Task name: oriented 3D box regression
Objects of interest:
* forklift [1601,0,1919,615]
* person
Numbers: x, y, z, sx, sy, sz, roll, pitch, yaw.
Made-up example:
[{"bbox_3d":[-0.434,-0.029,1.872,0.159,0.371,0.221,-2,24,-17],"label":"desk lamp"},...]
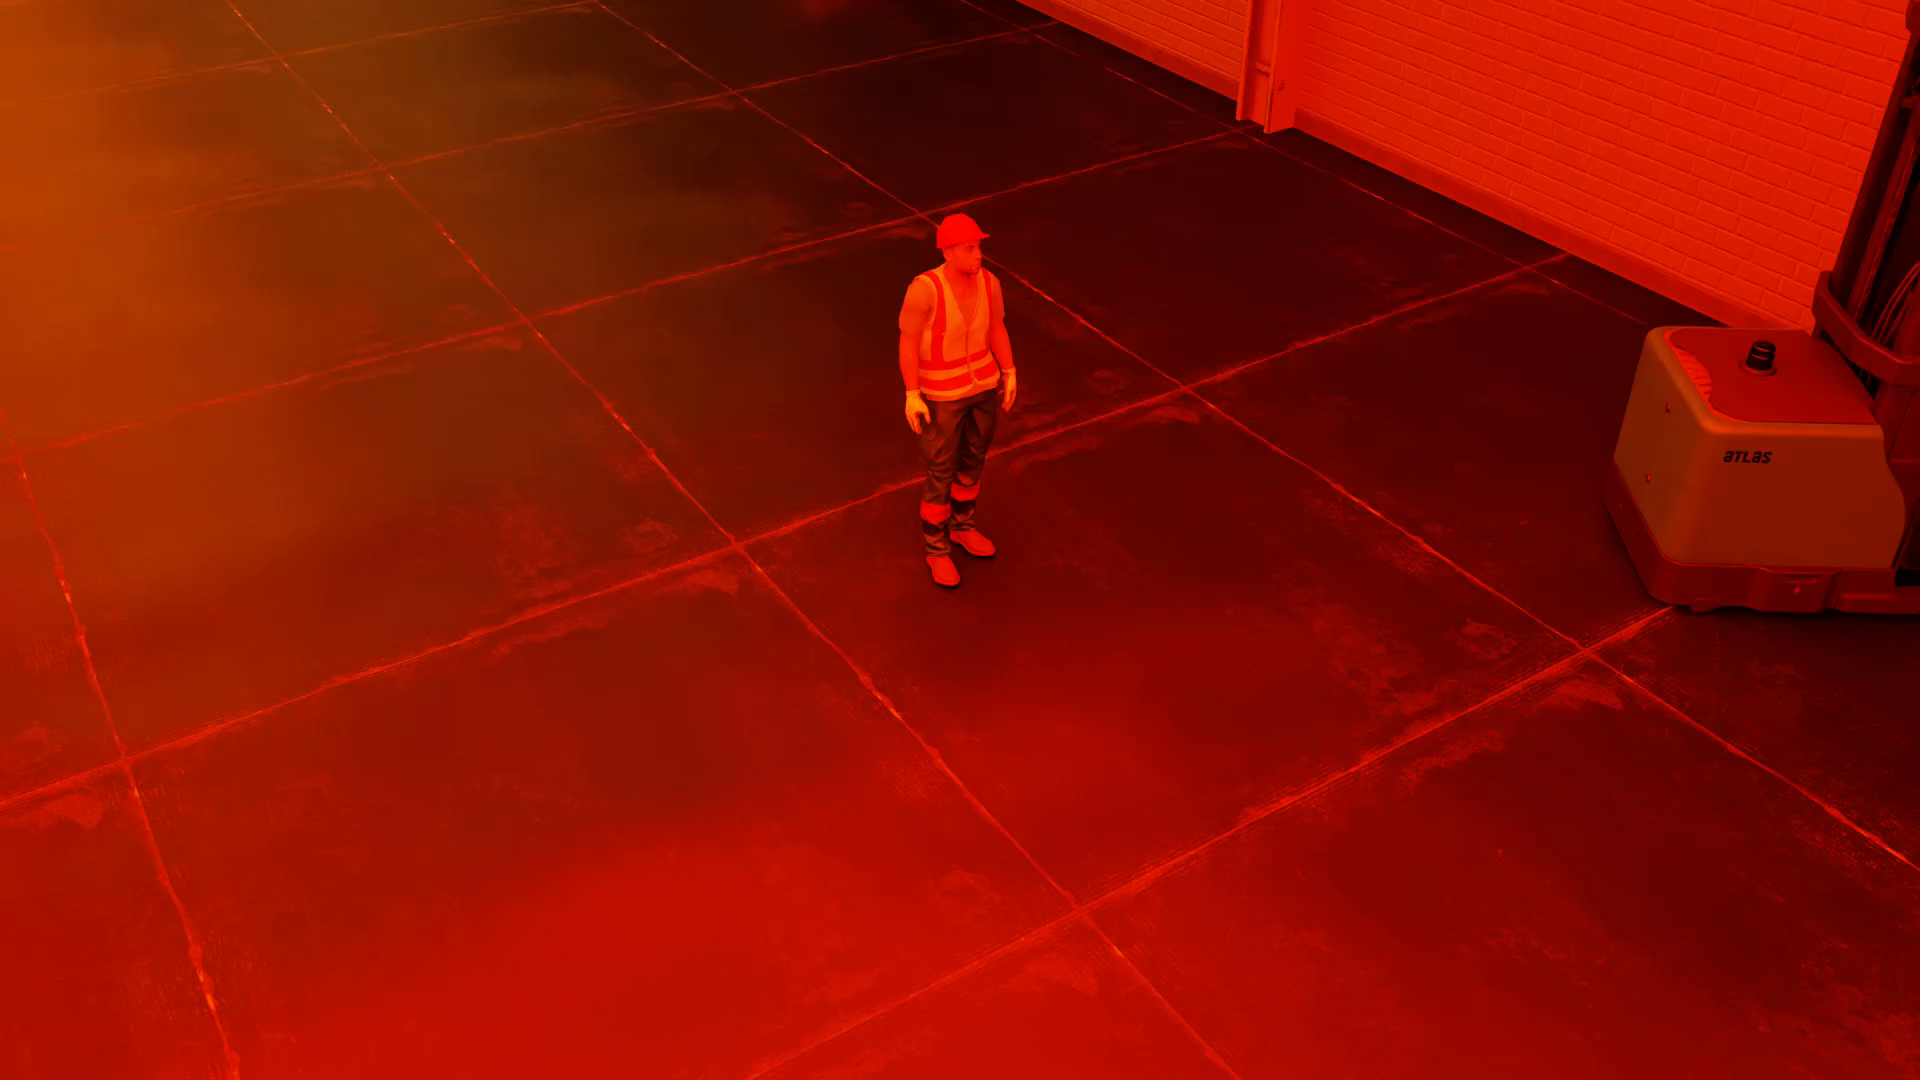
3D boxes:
[{"bbox_3d":[4.926,-1.090,7.698,3.031,2.935,1.130,1,35,2],"label":"forklift"},{"bbox_3d":[0.035,-0.695,8.119,0.638,1.789,0.562,-21,40,-27],"label":"person"}]
